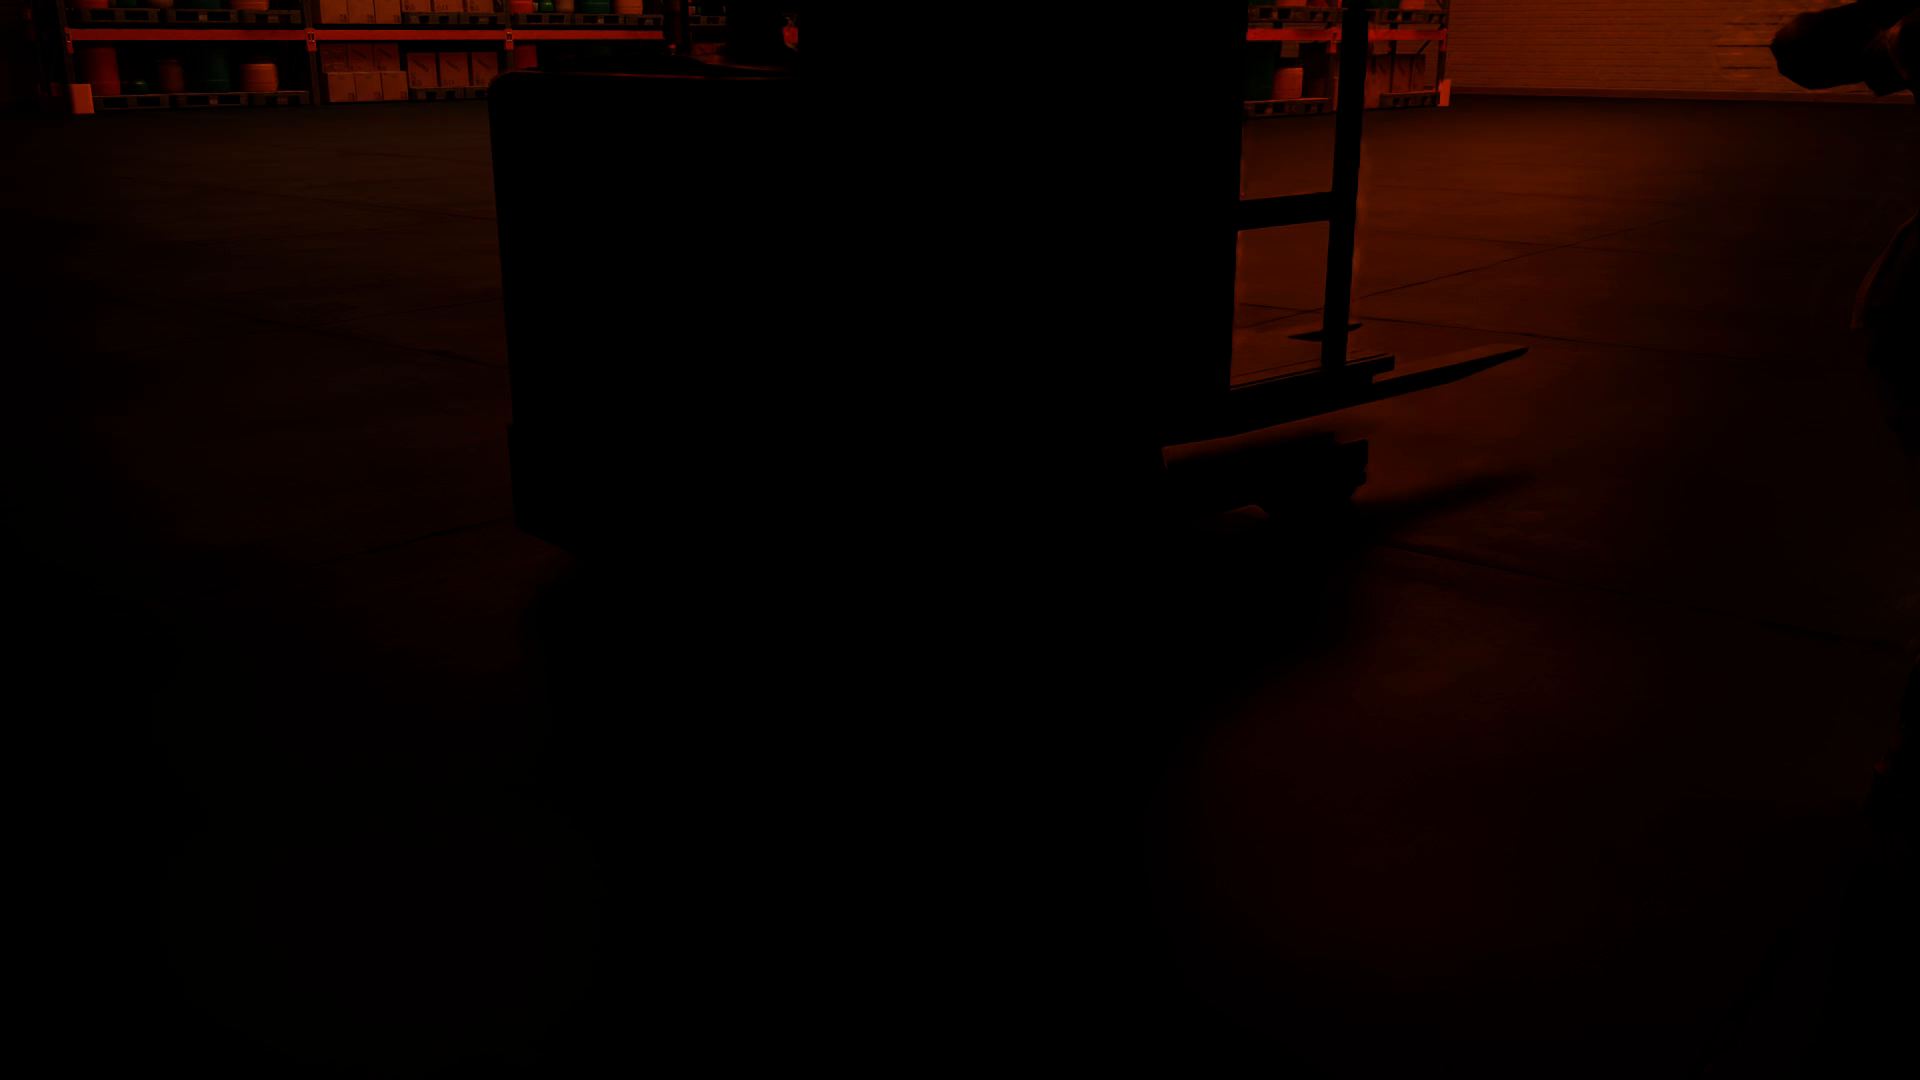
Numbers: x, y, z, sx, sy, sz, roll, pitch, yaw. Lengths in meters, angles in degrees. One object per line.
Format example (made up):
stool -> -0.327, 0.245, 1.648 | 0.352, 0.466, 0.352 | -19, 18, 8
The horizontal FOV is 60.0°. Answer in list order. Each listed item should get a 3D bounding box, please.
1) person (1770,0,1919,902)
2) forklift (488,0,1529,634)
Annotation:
person -> 1.499, -0.226, 2.128 | 0.796, 1.482, 0.979 | 1, 17, 3
forklift -> 0.410, -1.560, 4.033 | 3.031, 2.935, 1.130 | -15, 22, -40
